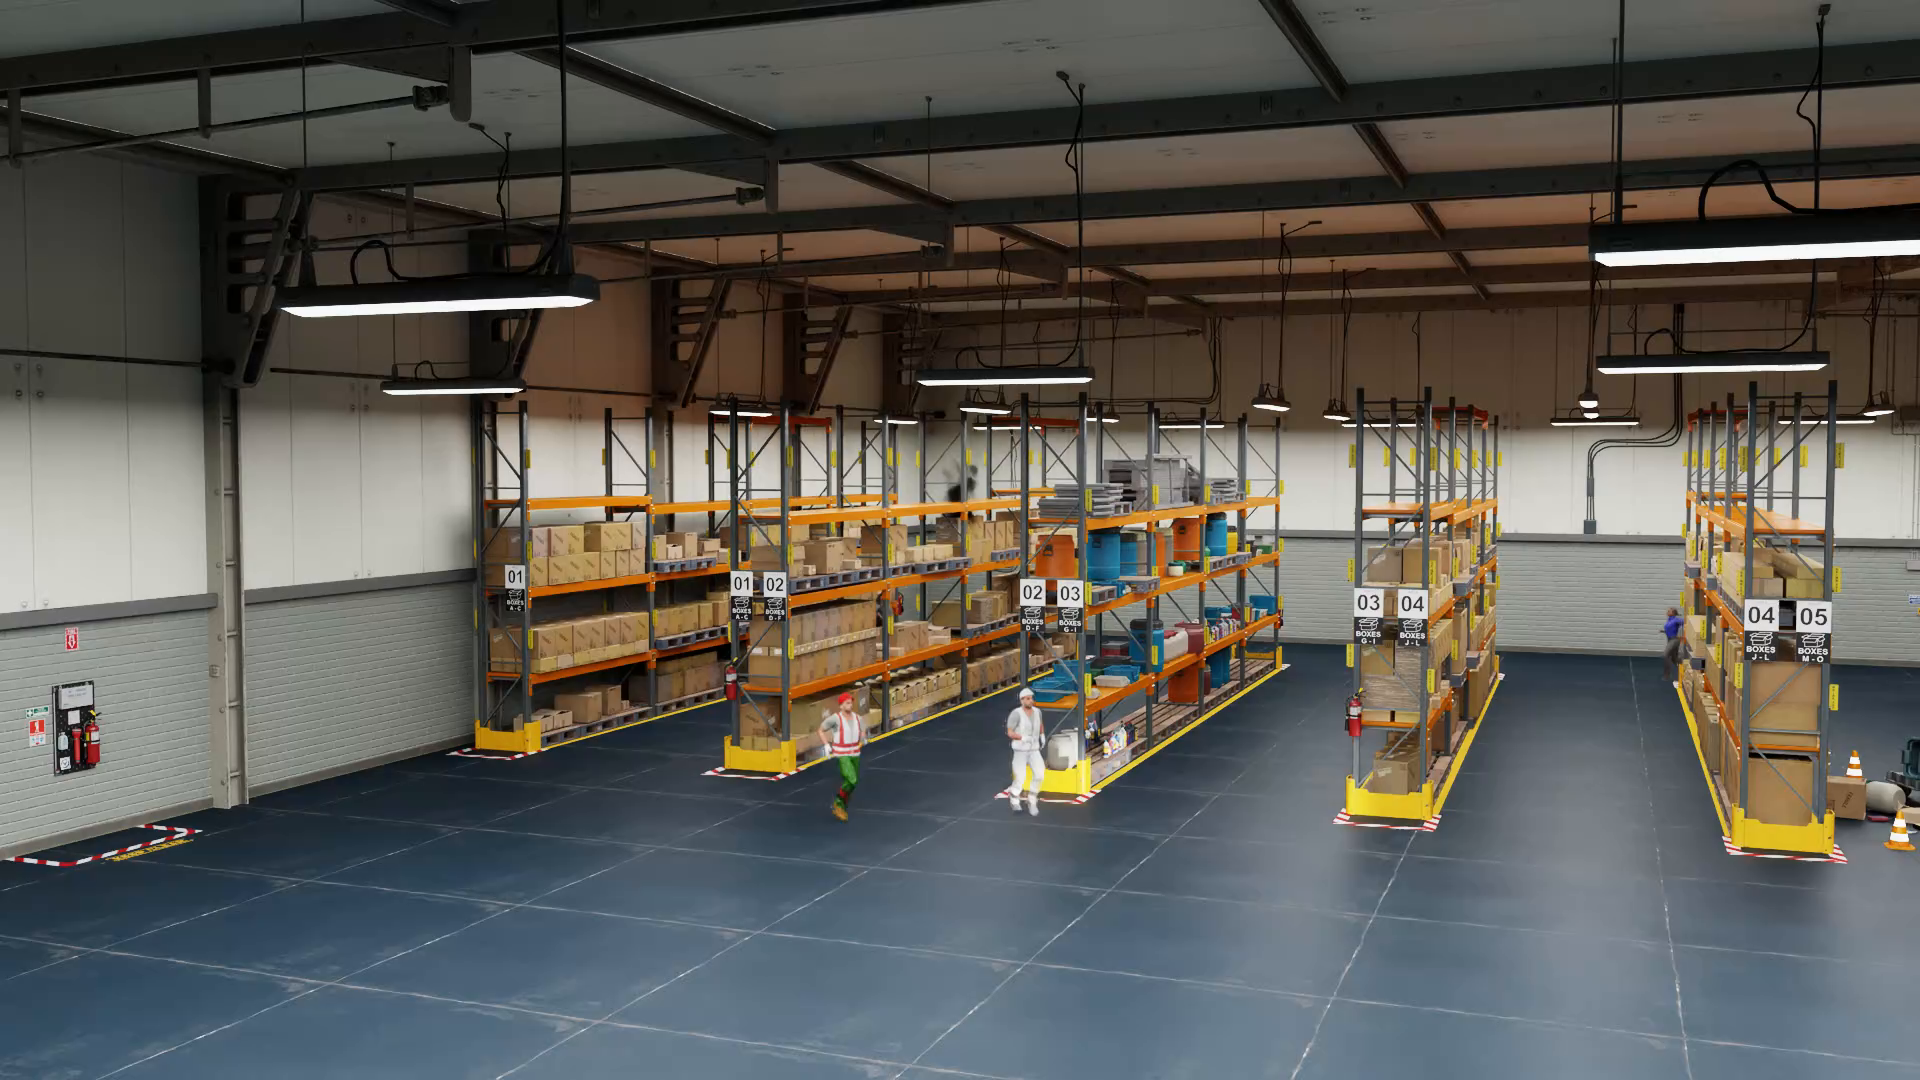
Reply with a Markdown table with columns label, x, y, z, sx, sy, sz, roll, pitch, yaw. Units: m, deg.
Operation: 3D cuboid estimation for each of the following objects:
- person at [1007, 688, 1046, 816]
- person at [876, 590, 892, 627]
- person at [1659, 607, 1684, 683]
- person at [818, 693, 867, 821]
| label | x | y | z | sx | sy | sz | roll | pitch | yaw |
| --- | --- | --- | --- | --- | --- | --- | --- | --- | --- |
| person | 0.962 | 2.986 | 23.363 | 0.683 | 1.814 | 0.721 | -1 | 3 | -26 |
| person | -1.861 | 2.055 | 38.089 | 0.630 | 1.811 | 0.763 | 0 | 3 | 9 |
| person | 16.062 | 2.352 | 37.367 | 0.740 | 1.705 | 0.640 | 0 | 3 | 1 |
| person | -1.544 | 2.984 | 22.944 | 0.638 | 1.753 | 0.666 | -2 | 4 | -41 |
